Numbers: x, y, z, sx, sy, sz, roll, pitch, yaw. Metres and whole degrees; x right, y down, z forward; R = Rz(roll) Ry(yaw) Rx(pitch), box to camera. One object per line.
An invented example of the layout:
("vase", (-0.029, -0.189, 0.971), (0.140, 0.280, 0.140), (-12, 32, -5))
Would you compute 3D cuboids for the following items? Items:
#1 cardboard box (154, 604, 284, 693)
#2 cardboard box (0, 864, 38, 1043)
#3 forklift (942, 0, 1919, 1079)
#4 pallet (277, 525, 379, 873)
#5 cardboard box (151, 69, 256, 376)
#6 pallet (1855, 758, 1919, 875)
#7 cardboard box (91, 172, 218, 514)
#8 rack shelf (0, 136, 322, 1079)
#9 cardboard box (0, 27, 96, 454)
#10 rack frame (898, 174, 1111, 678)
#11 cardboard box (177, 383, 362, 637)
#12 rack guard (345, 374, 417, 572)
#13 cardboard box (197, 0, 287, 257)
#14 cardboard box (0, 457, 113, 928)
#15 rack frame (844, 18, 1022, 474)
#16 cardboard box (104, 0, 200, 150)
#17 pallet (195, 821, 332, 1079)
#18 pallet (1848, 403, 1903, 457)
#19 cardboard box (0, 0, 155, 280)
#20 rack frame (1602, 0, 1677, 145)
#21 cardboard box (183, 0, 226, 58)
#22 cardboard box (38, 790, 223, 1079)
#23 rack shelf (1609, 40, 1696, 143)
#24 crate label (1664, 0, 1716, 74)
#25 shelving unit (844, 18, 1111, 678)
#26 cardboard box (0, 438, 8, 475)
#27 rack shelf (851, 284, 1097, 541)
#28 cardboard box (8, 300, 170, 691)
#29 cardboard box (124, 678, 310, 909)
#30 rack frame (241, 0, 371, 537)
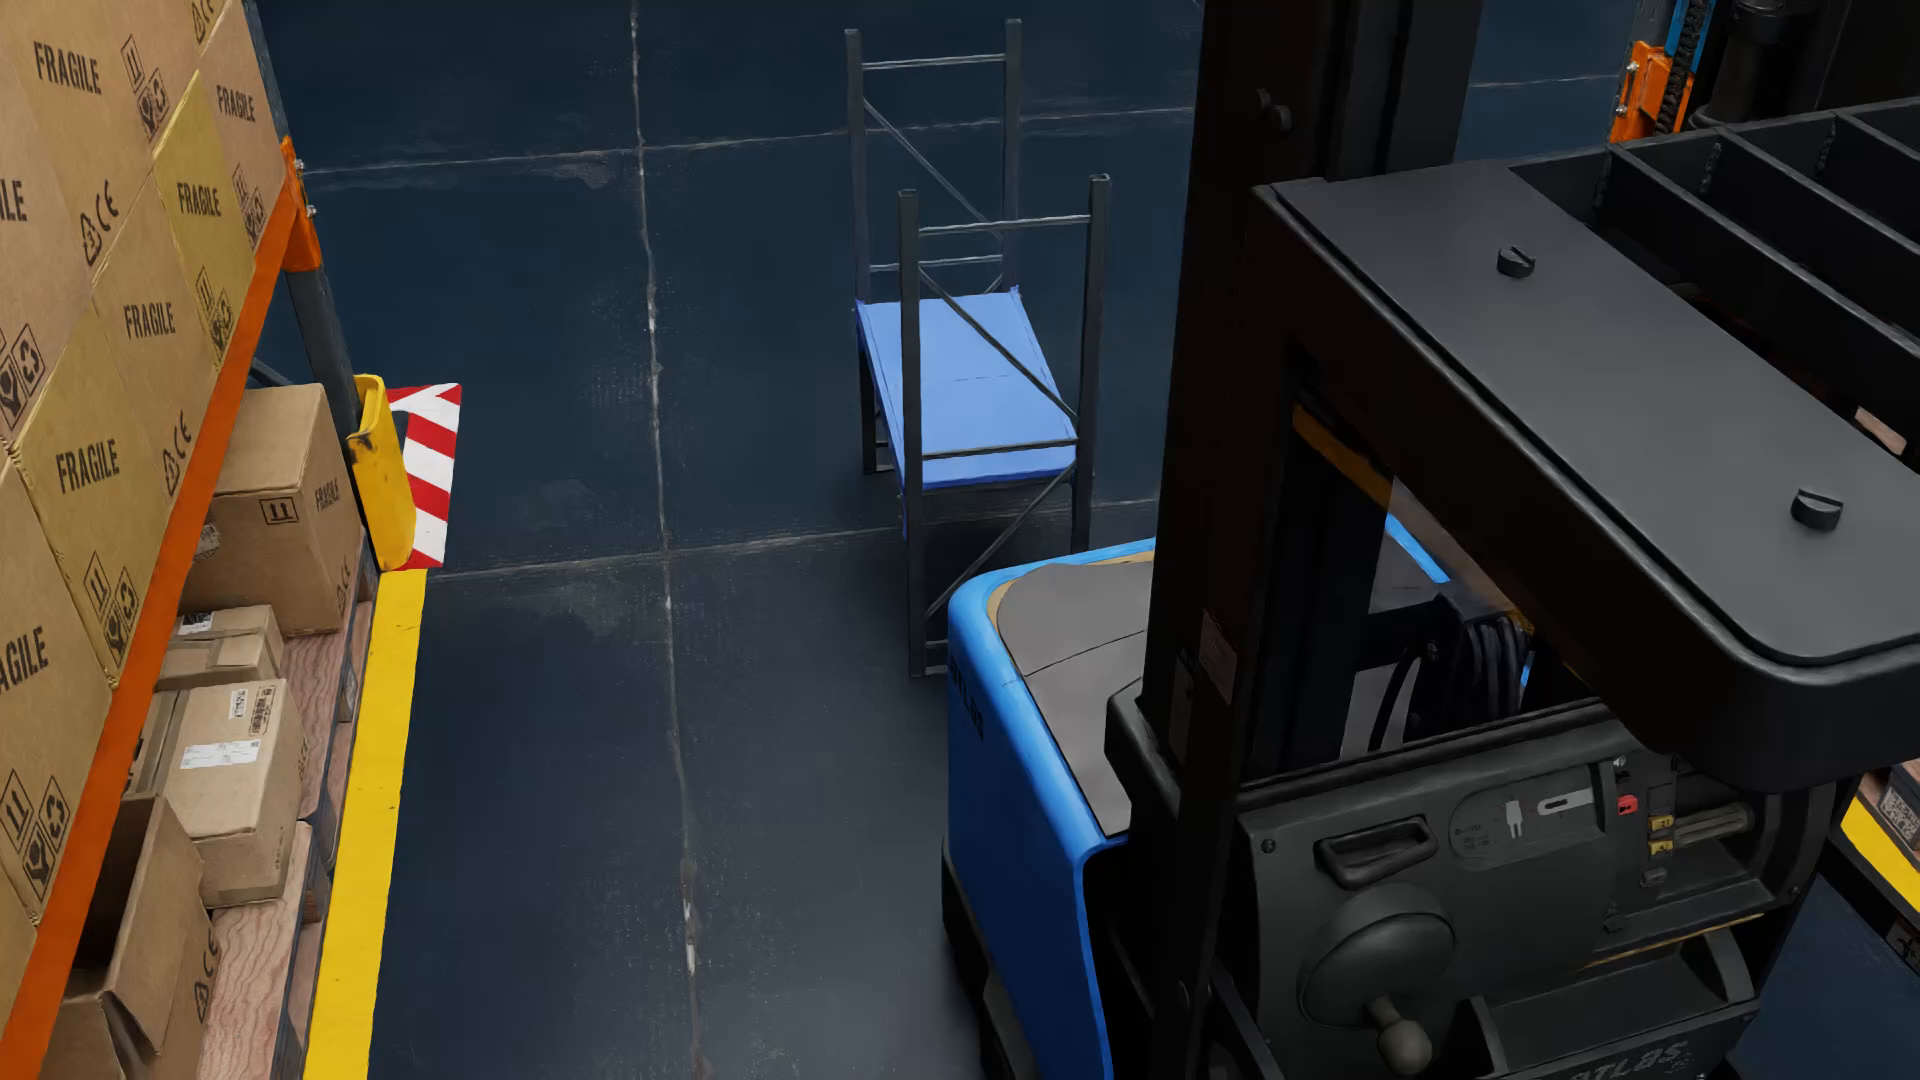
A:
("cardboard box", (-2.000, 0.318, 4.347), (0.380, 0.166, 0.250), (-6, 38, -8))
("cardboard box", (-1.533, 0.547, 2.020), (0.500, 0.500, 0.500), (-6, 38, -7))
("forklift", (0.897, 0.537, 2.170), (1.130, 2.935, 3.031), (-11, 39, -14))
("pallet", (-2.166, 0.445, 4.505), (1.003, 0.211, 1.213), (-6, 38, -8))
("cardboard box", (-1.880, -0.669, 3.584), (0.500, 0.500, 0.500), (-6, 38, -8))
("pallet", (2.874, 0.625, 4.274), (1.003, 0.211, 1.213), (-6, 38, -8))
("cardboard box", (-1.798, -0.367, 3.196), (0.500, 0.500, 0.500), (-6, 38, -8))
("rack shelf", (-1.970, 0.309, 2.994), (1.077, 0.370, 4.000), (-6, 38, -8))
("cardboard box", (-1.697, -0.451, 2.489), (0.500, 0.500, 0.500), (-5, 38, -7))
("rack frame", (0.104, -0.234, 4.328), (0.500, 1.500, 0.032), (-6, 38, -8))
("cardboard box", (-1.983, -0.068, 4.572), (0.500, 0.500, 0.500), (-6, 38, -8))
("rack guard", (-2.307, -0.150, 5.036), (1.175, 0.500, 0.348), (-6, 38, -8))
("cardboard box", (-1.974, -0.982, 3.987), (0.500, 0.500, 0.500), (-5, 38, -7))
("cardboard box", (-1.619, 0.245, 2.409), (0.500, 0.500, 0.500), (-6, 38, -8))
("rack frame", (-0.074, -0.848, 5.119), (0.500, 1.500, 0.032), (-6, 38, -8))
("cardboard box", (-1.882, -1.074, 3.290), (0.500, 0.500, 0.500), (-5, 38, -7))
("pallet", (-1.956, 1.180, 3.559), (1.003, 0.211, 1.213), (-6, 38, -8))
("pallet", (2.663, -0.111, 5.220), (1.003, 0.211, 1.213), (-6, 38, -8))
("cardboard box", (-1.787, -0.761, 2.888), (0.500, 0.500, 0.500), (-5, 38, -7))
("rack frame", (2.557, -1.714, 5.011), (1.000, 3.000, 0.127), (-6, 38, -8))
("cardboard box", (-1.972, -1.379, 3.683), (0.500, 0.500, 0.500), (-7, 38, -8))
("cardboard box", (-1.954, 0.910, 3.309), (0.797, 0.503, 0.637), (-6, 38, -8))
("rack shelf", (2.907, -0.222, 3.677), (1.077, 0.370, 4.000), (-6, 38, -8))
("crate label", (2.276, -1.487, 4.807), (0.416, 0.233, 0.303), (-6, 38, -8))
("shelving unit", (0.015, -0.541, 4.724), (0.538, 1.500, 1.048), (-6, 38, -8))
("cardboard box", (-1.605, -0.139, 2.087), (0.500, 0.500, 0.500), (-7, 38, -9))
("rack shelf", (0.015, -0.399, 4.834), (0.538, 0.185, 1.000), (-6, 38, -8))
("cardboard box", (-1.709, -0.062, 2.804), (0.500, 0.500, 0.500), (-7, 38, -9))
("cardboard box", (-1.846, 0.608, 3.906), (0.500, 0.250, 0.500), (-6, 38, -8))
("rack frame", (-2.321, -1.184, 4.328), (1.000, 3.000, 0.127), (-6, 38, -8))
